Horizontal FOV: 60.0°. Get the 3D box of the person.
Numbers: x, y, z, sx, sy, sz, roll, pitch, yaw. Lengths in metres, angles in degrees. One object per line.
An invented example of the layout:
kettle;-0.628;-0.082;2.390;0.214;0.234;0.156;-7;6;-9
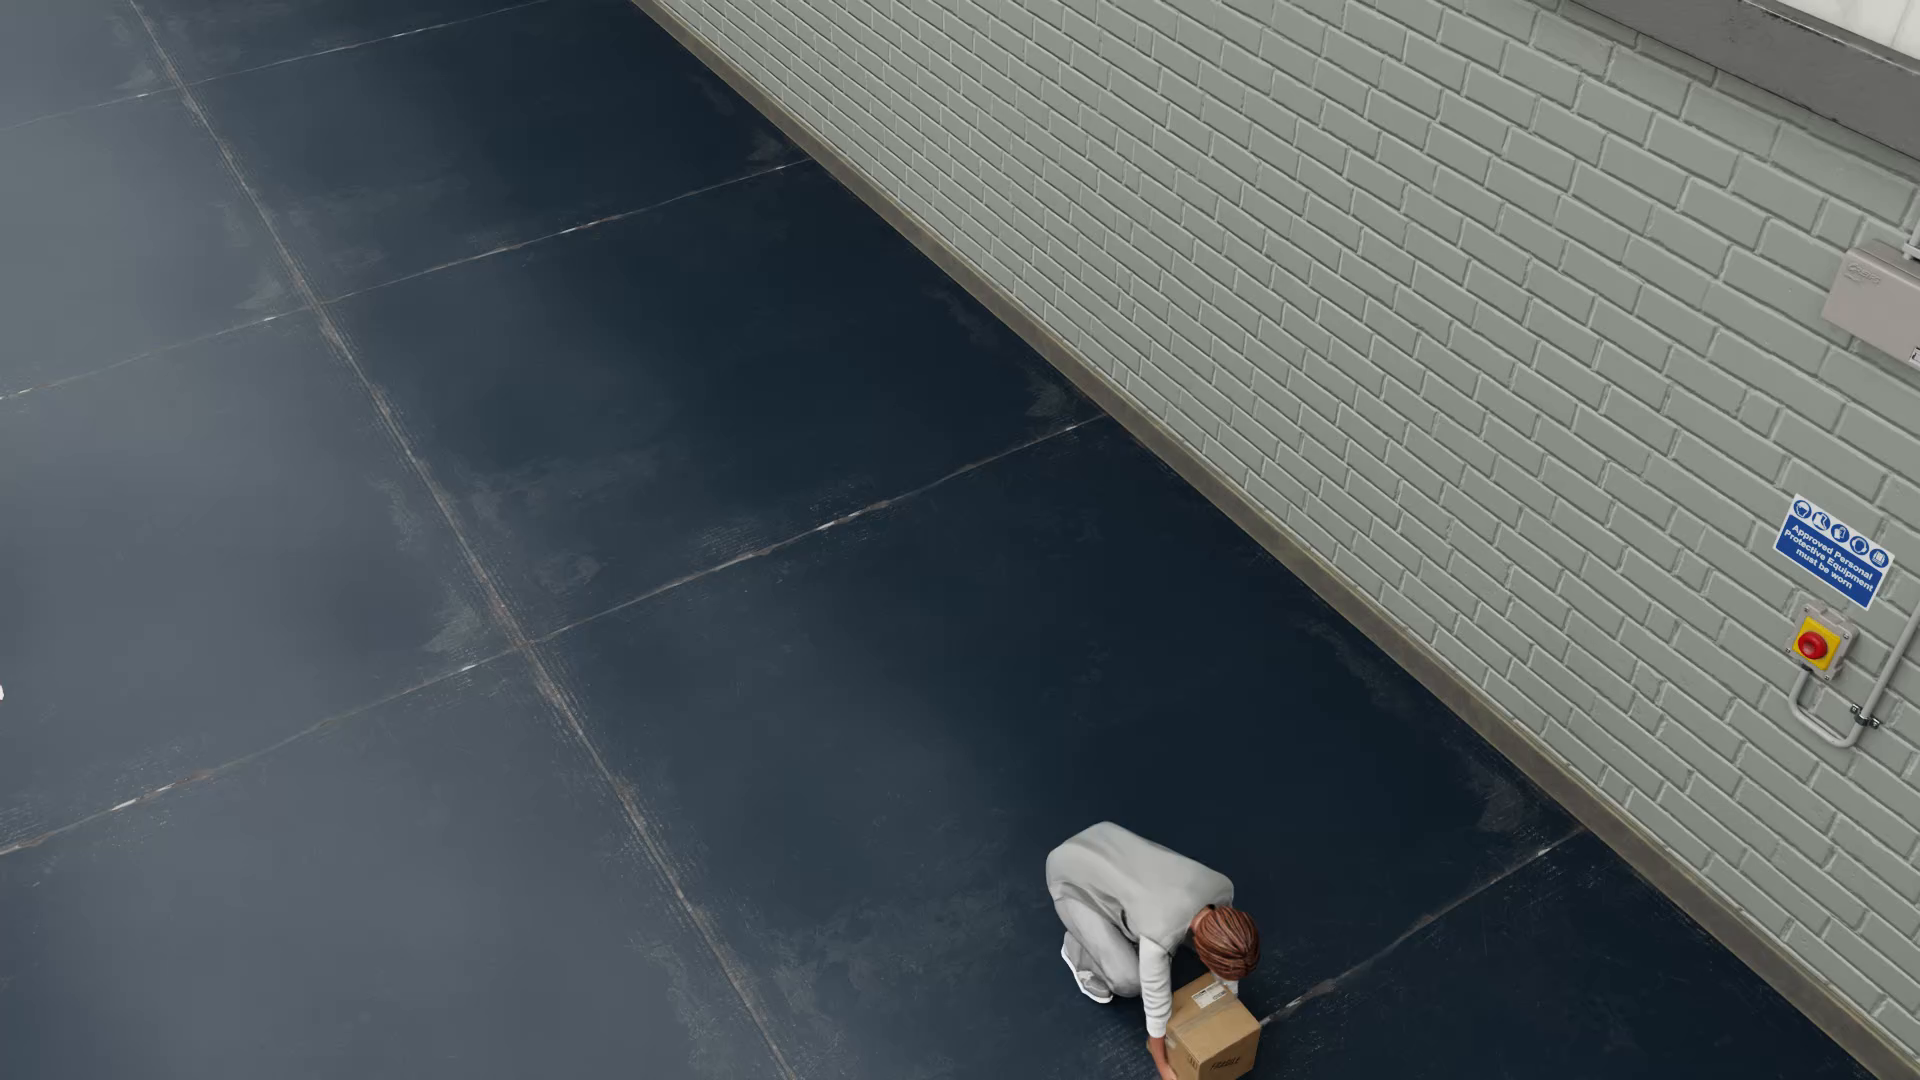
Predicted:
person;0.615;1.286;5.432;0.433;0.760;0.829;-23;46;-24
